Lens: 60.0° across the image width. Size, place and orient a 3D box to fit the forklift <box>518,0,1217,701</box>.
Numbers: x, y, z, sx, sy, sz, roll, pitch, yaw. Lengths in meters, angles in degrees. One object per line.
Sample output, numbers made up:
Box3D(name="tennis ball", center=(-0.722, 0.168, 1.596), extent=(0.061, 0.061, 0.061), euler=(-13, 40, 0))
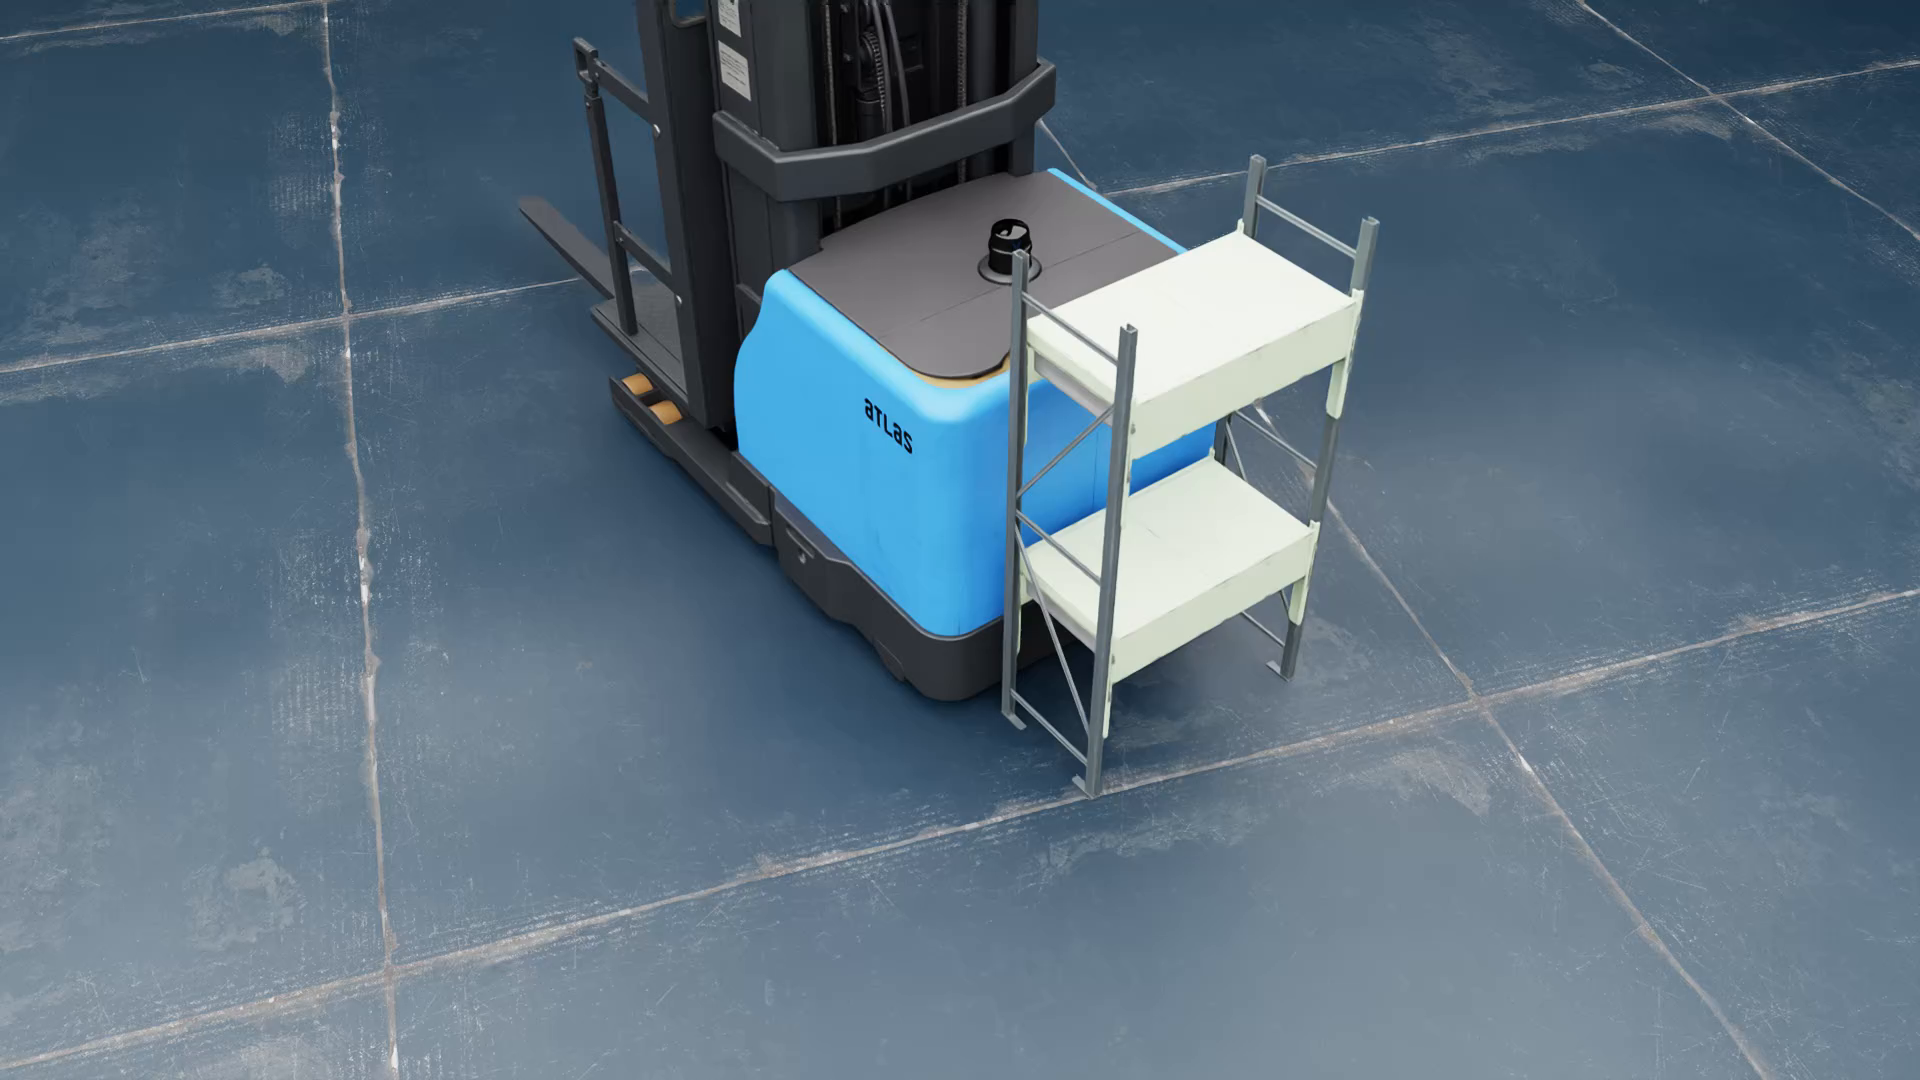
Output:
Box3D(name="forklift", center=(-0.535, -1.577, 4.828), extent=(1.130, 2.935, 3.031), euler=(-26, 47, -27))

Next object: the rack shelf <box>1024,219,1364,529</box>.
Box3D(name="rack shelf", center=(0.538, -0.414, 3.990), extent=(0.720, 0.370, 0.431), euler=(-26, 47, -27))

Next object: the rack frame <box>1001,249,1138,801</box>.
Box3D(name="rack frame", center=(0.245, 0.024, 4.083), extent=(0.023, 1.500, 0.400), euler=(-26, 47, -27))

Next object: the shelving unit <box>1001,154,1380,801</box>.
Box3D(name="shelving unit", center=(0.538, -0.120, 4.247), extent=(0.755, 1.500, 0.431), euler=(-26, 47, -27))

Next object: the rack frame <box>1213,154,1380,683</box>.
Box3D(name="rack frame", center=(0.832, -0.264, 4.412), extent=(0.023, 1.500, 0.400), euler=(-26, 47, -27))

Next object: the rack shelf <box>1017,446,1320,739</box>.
Box3D(name="rack shelf", center=(0.538, 0.126, 4.462), extent=(0.720, 0.370, 0.431), euler=(-26, 47, -27))
